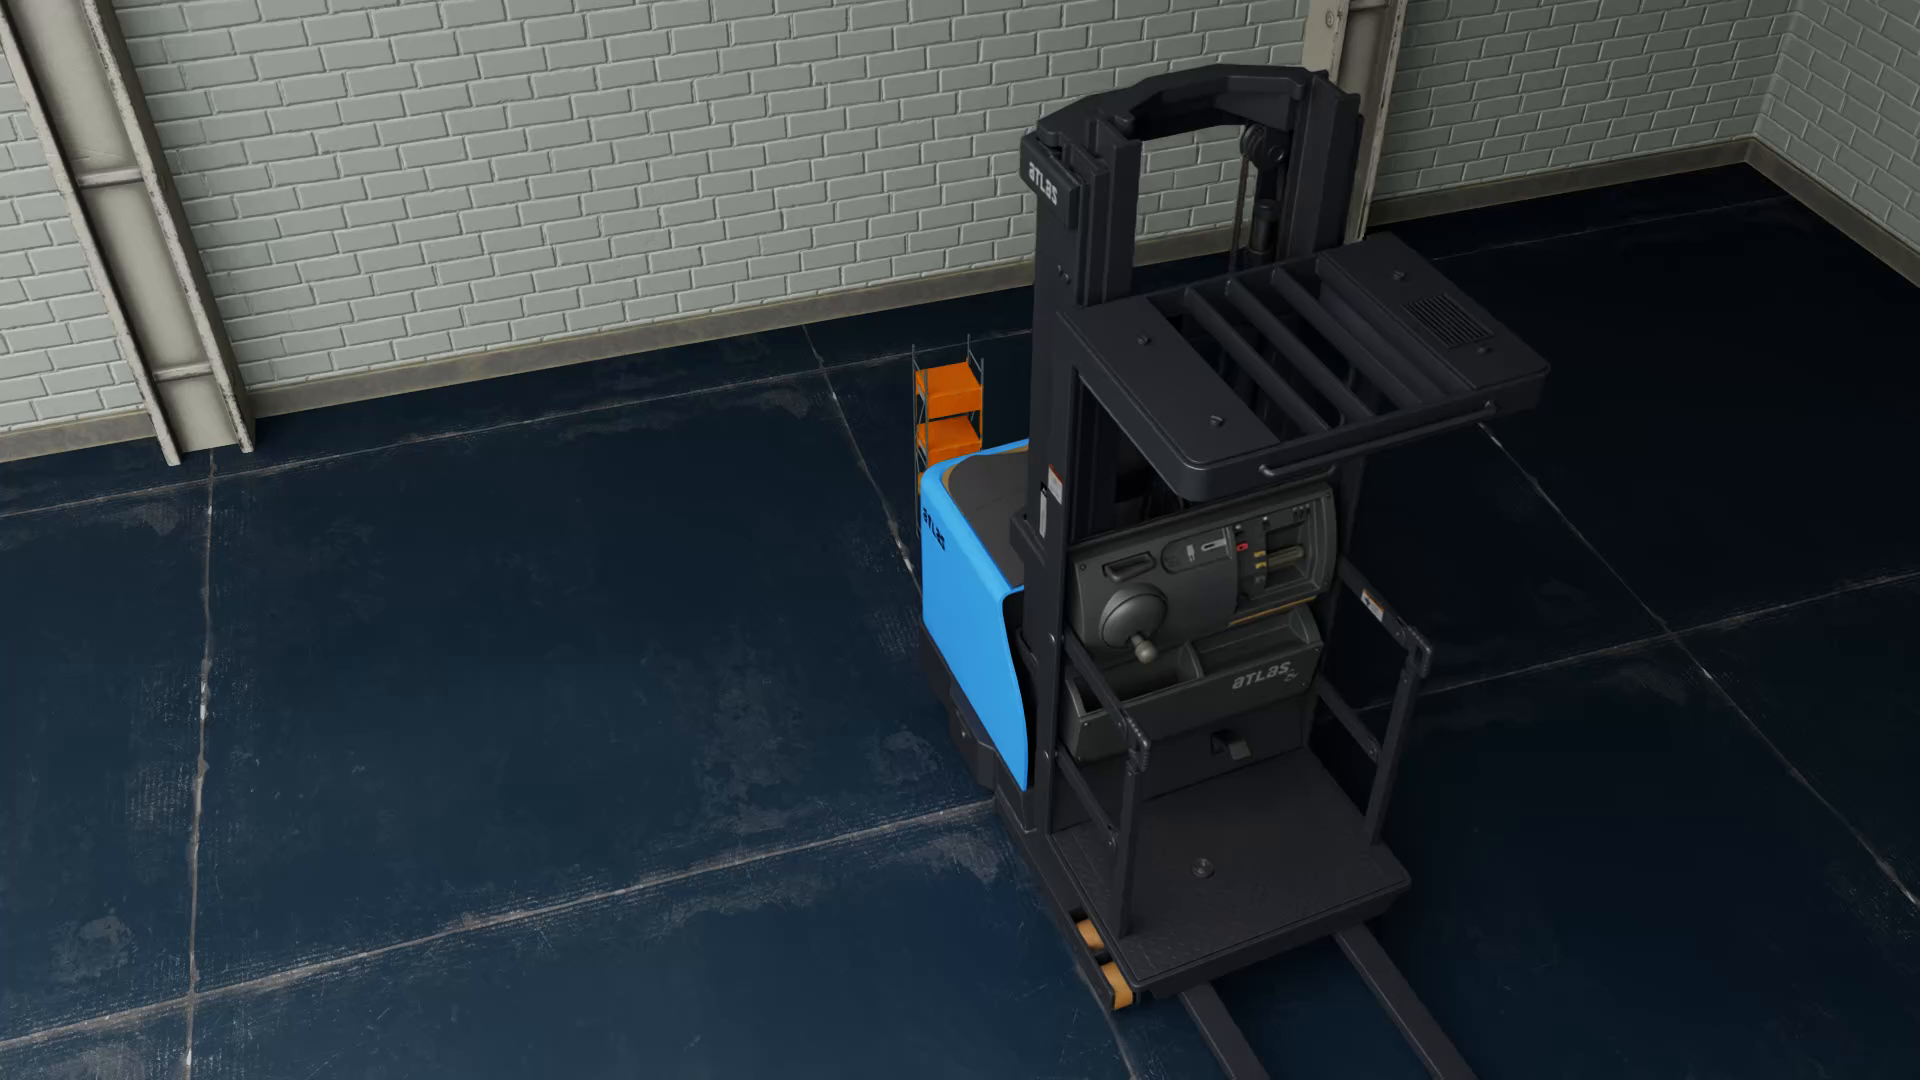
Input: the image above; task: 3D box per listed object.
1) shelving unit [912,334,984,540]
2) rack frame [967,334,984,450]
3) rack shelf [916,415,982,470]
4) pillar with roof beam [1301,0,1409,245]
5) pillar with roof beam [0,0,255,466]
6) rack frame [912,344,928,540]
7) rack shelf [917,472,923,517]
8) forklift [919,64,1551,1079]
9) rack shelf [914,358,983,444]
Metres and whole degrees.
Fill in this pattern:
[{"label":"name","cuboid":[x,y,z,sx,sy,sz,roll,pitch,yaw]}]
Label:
[{"label":"shelving unit","cuboid":[-0.051,-0.385,7.242,0.252,1.050,0.215,-12,42,-13]},{"label":"rack frame","cuboid":[0.065,-0.409,7.270,0.008,1.050,0.200,-12,42,-13]},{"label":"rack shelf","cuboid":[-0.051,-0.377,7.249,0.240,0.259,0.215,-12,42,-13]},{"label":"pillar with roof beam","cuboid":[3.347,-2.364,3.466,0.400,9.000,9.100,-12,42,-13]},{"label":"pillar with roof beam","cuboid":[-2.376,-1.179,2.109,0.400,9.000,9.100,-12,42,-13]},{"label":"rack frame","cuboid":[-0.167,-0.361,7.214,0.008,1.050,0.200,-12,42,-13]},{"label":"rack shelf","cuboid":[-0.051,-0.168,7.432,0.240,0.259,0.215,-12,42,-13]},{"label":"forklift","cuboid":[0.878,0.192,5.153,1.130,2.935,3.031,-16,44,-17]},{"label":"rack shelf","cuboid":[-0.051,-0.590,7.062,0.240,0.259,0.215,-12,42,-13]}]
